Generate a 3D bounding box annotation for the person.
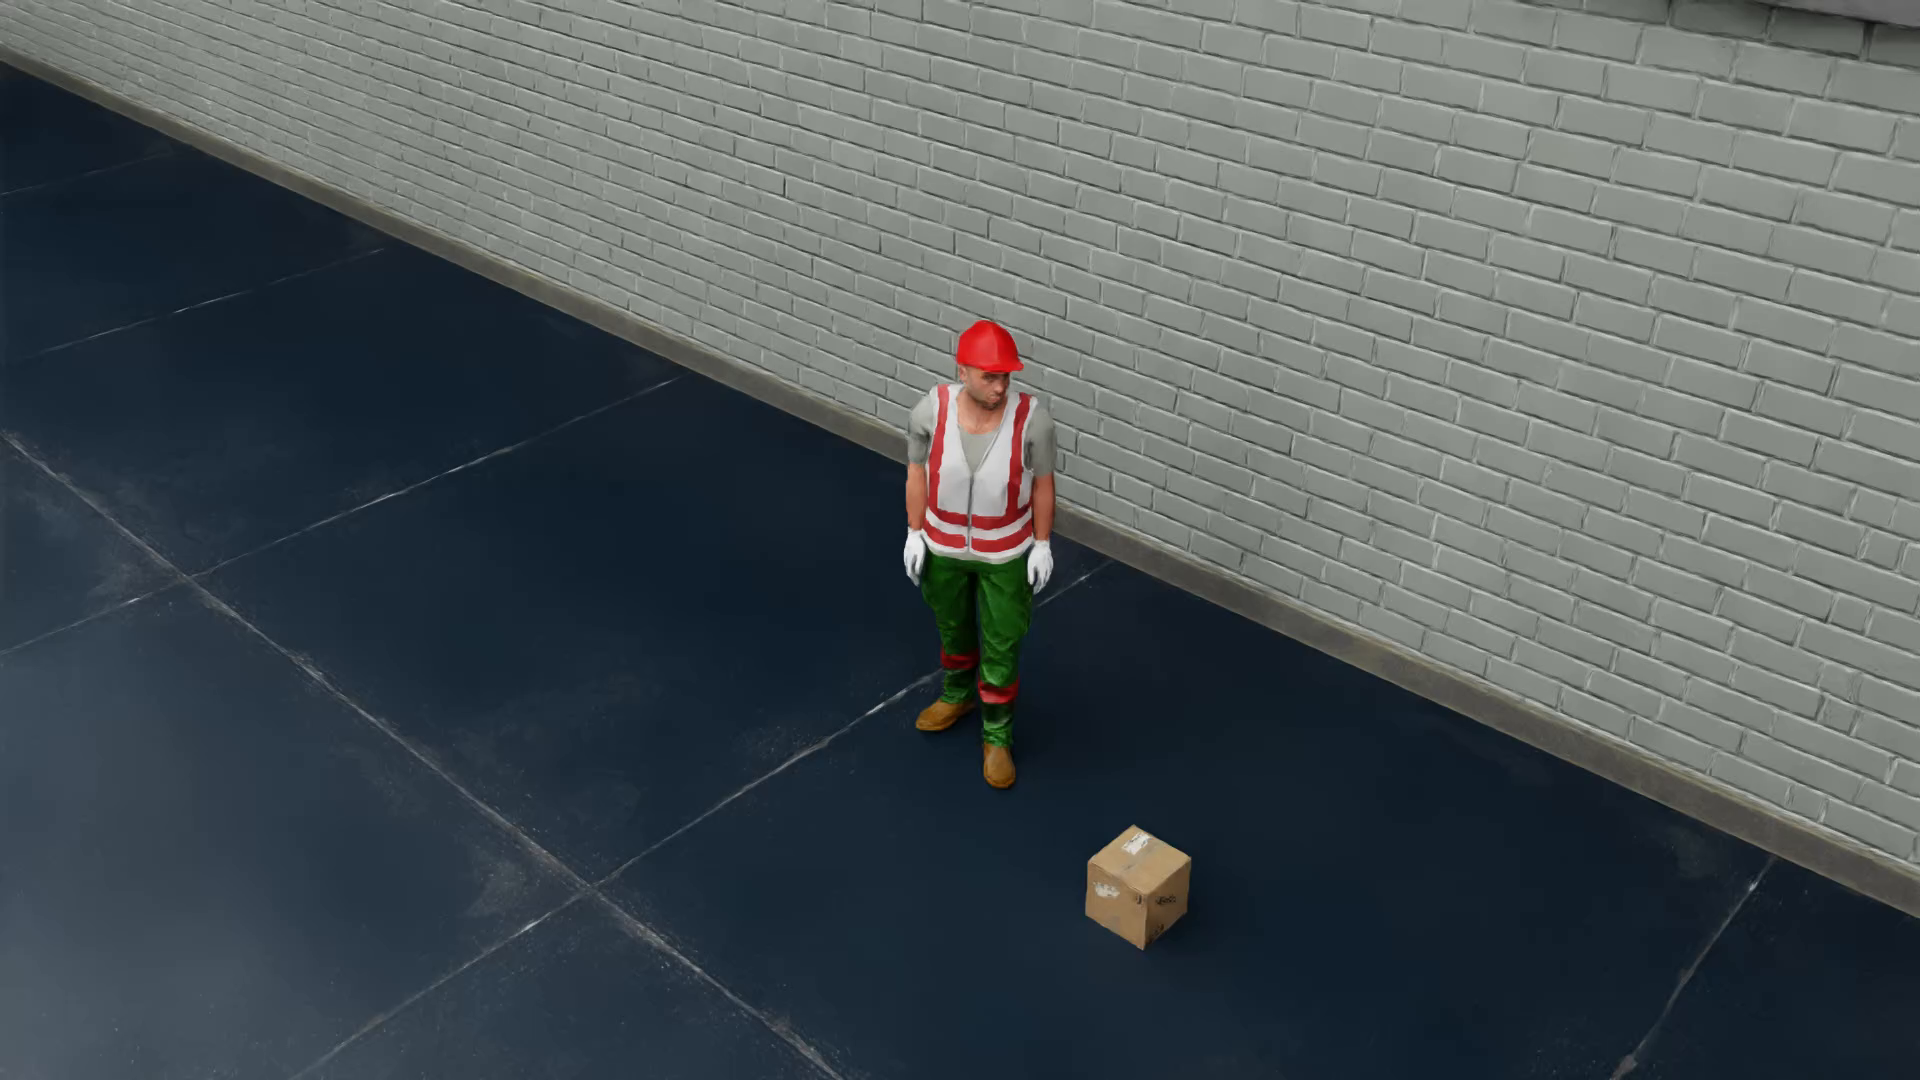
[{"bbox_3d":[0.063,0.033,6.043,0.548,1.793,0.524,7,32,11],"label":"person"}]
